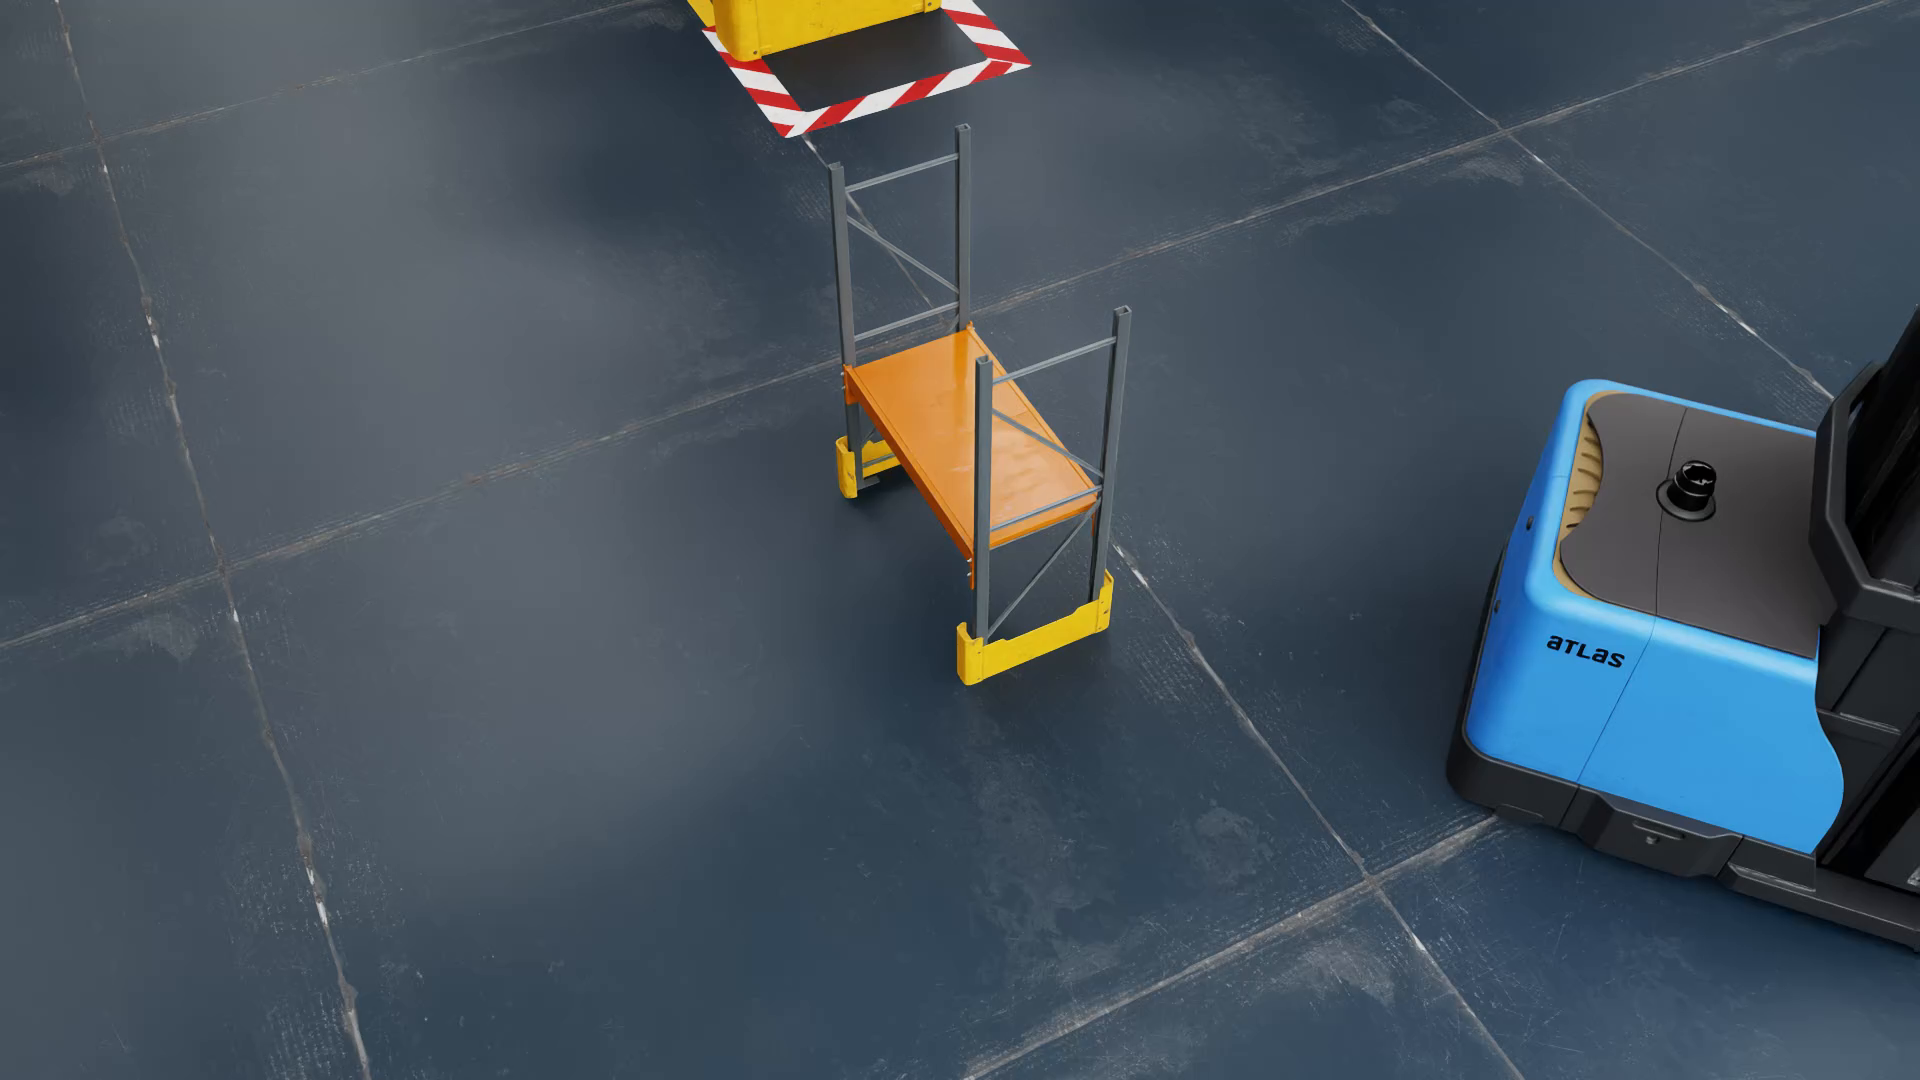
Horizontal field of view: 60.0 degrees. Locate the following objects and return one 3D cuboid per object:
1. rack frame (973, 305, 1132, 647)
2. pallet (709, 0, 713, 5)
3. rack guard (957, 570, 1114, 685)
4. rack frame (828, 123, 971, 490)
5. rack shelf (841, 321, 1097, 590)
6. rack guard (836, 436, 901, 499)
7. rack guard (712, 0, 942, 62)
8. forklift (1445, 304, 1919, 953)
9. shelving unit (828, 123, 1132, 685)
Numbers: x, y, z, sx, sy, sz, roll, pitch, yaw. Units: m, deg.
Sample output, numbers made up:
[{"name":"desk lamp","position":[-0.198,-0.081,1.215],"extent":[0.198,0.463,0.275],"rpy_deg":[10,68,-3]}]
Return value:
[{"name":"rack frame","position":[0.272,-0.096,5.338],"extent":[0.500,1.500,0.032],"rpy_deg":[-21,52,-18]},{"name":"pallet","position":[-1.039,-3.316,9.010],"extent":[1.003,0.211,1.213],"rpy_deg":[-21,52,-18]},{"name":"rack guard","position":[0.263,0.302,5.820],"extent":[0.587,0.250,0.087],"rpy_deg":[-21,52,-18]},{"name":"rack frame","position":[-0.194,-0.777,5.933],"extent":[0.500,1.500,0.032],"rpy_deg":[-21,52,-18]},{"name":"rack shelf","position":[0.039,-0.318,5.771],"extent":[0.538,0.185,1.000],"rpy_deg":[-21,52,-18]},{"name":"rack guard","position":[-0.193,-0.365,6.403],"extent":[0.587,0.250,0.087],"rpy_deg":[-21,52,-18]},{"name":"rack guard","position":[-0.672,-2.865,8.424],"extent":[1.175,0.500,0.348],"rpy_deg":[-21,52,-18]},{"name":"forklift","position":[3.170,-0.046,4.343],"extent":[3.031,2.935,1.130],"rpy_deg":[16,51,14]},{"name":"shelving unit","position":[0.035,-0.443,5.641],"extent":[0.587,1.500,1.083],"rpy_deg":[-21,52,-18]}]
